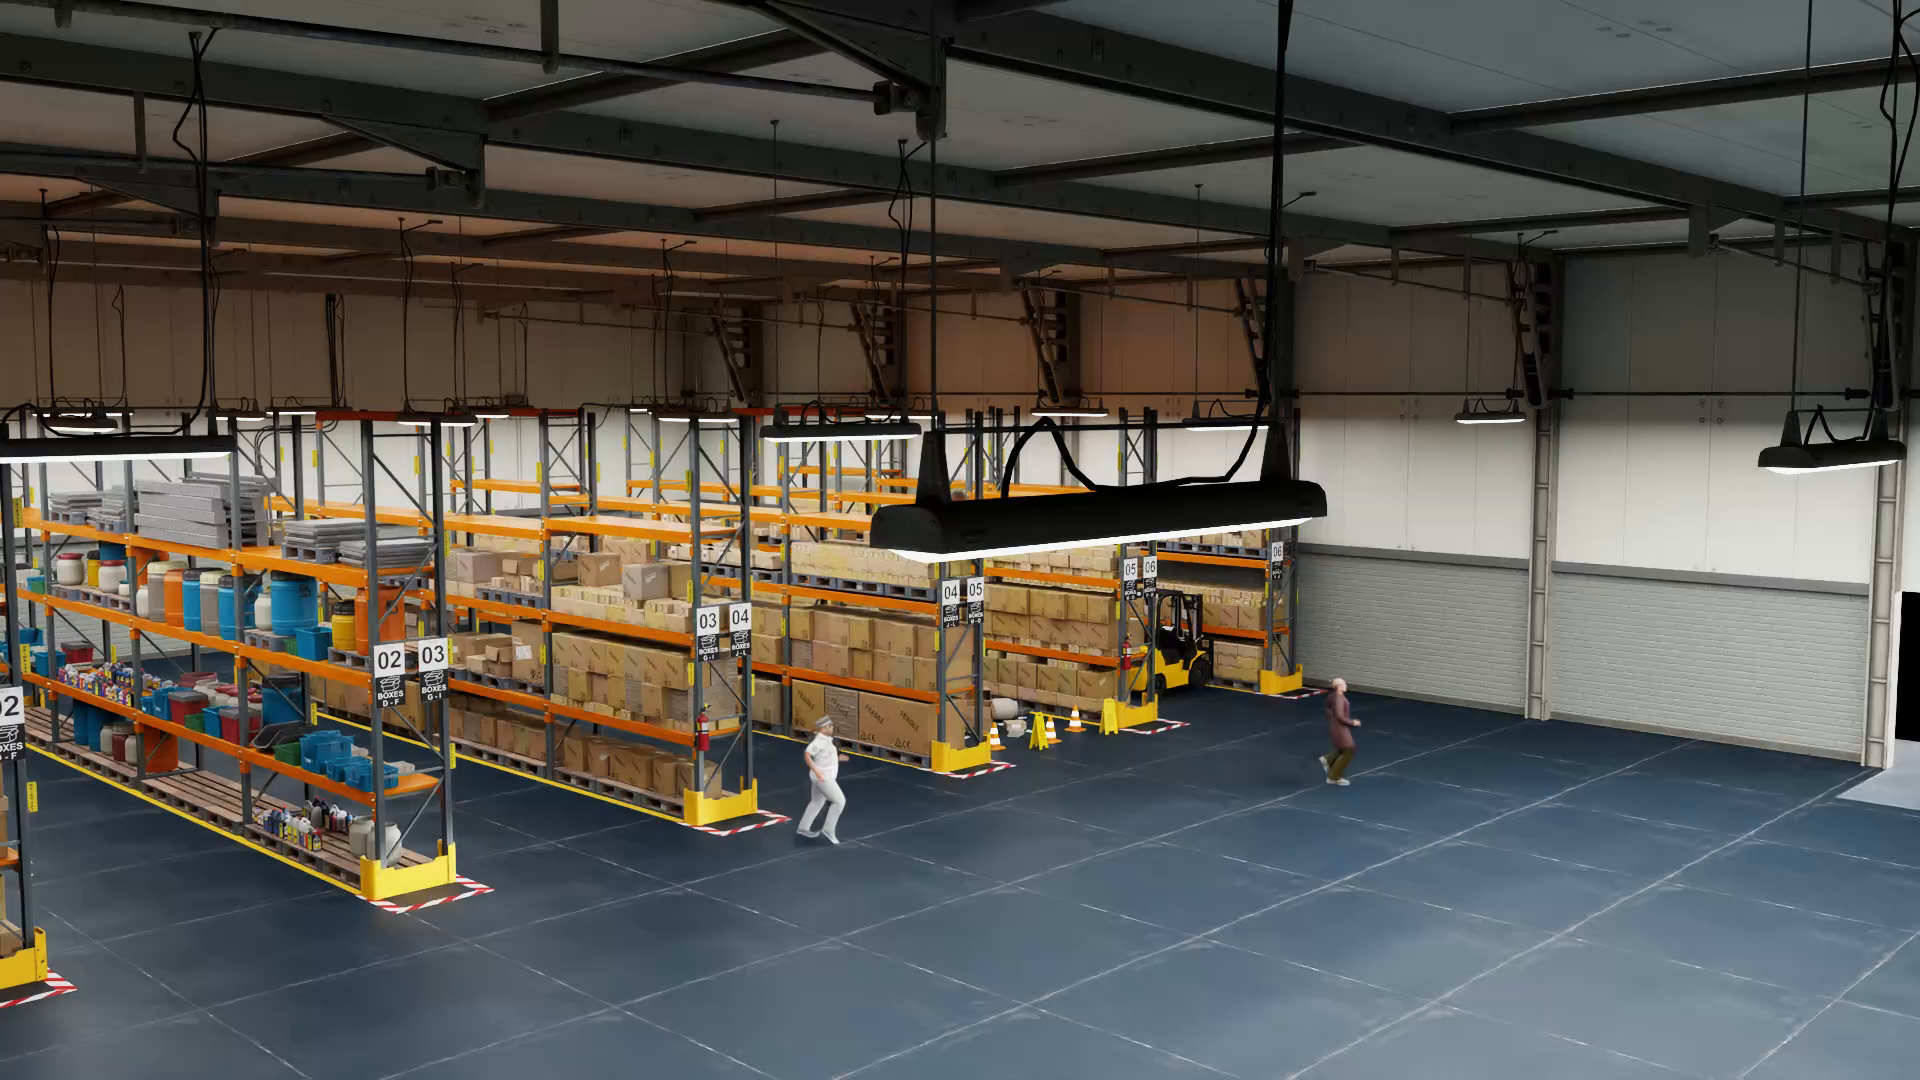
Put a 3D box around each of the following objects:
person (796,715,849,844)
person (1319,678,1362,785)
[{"bbox_3d":[-1.942,3.385,23.480,0.754,1.834,0.634,-1,5,-6],"label":"person"},{"bbox_3d":[6.154,3.092,26.867,0.633,1.736,0.707,0,5,3],"label":"person"}]
